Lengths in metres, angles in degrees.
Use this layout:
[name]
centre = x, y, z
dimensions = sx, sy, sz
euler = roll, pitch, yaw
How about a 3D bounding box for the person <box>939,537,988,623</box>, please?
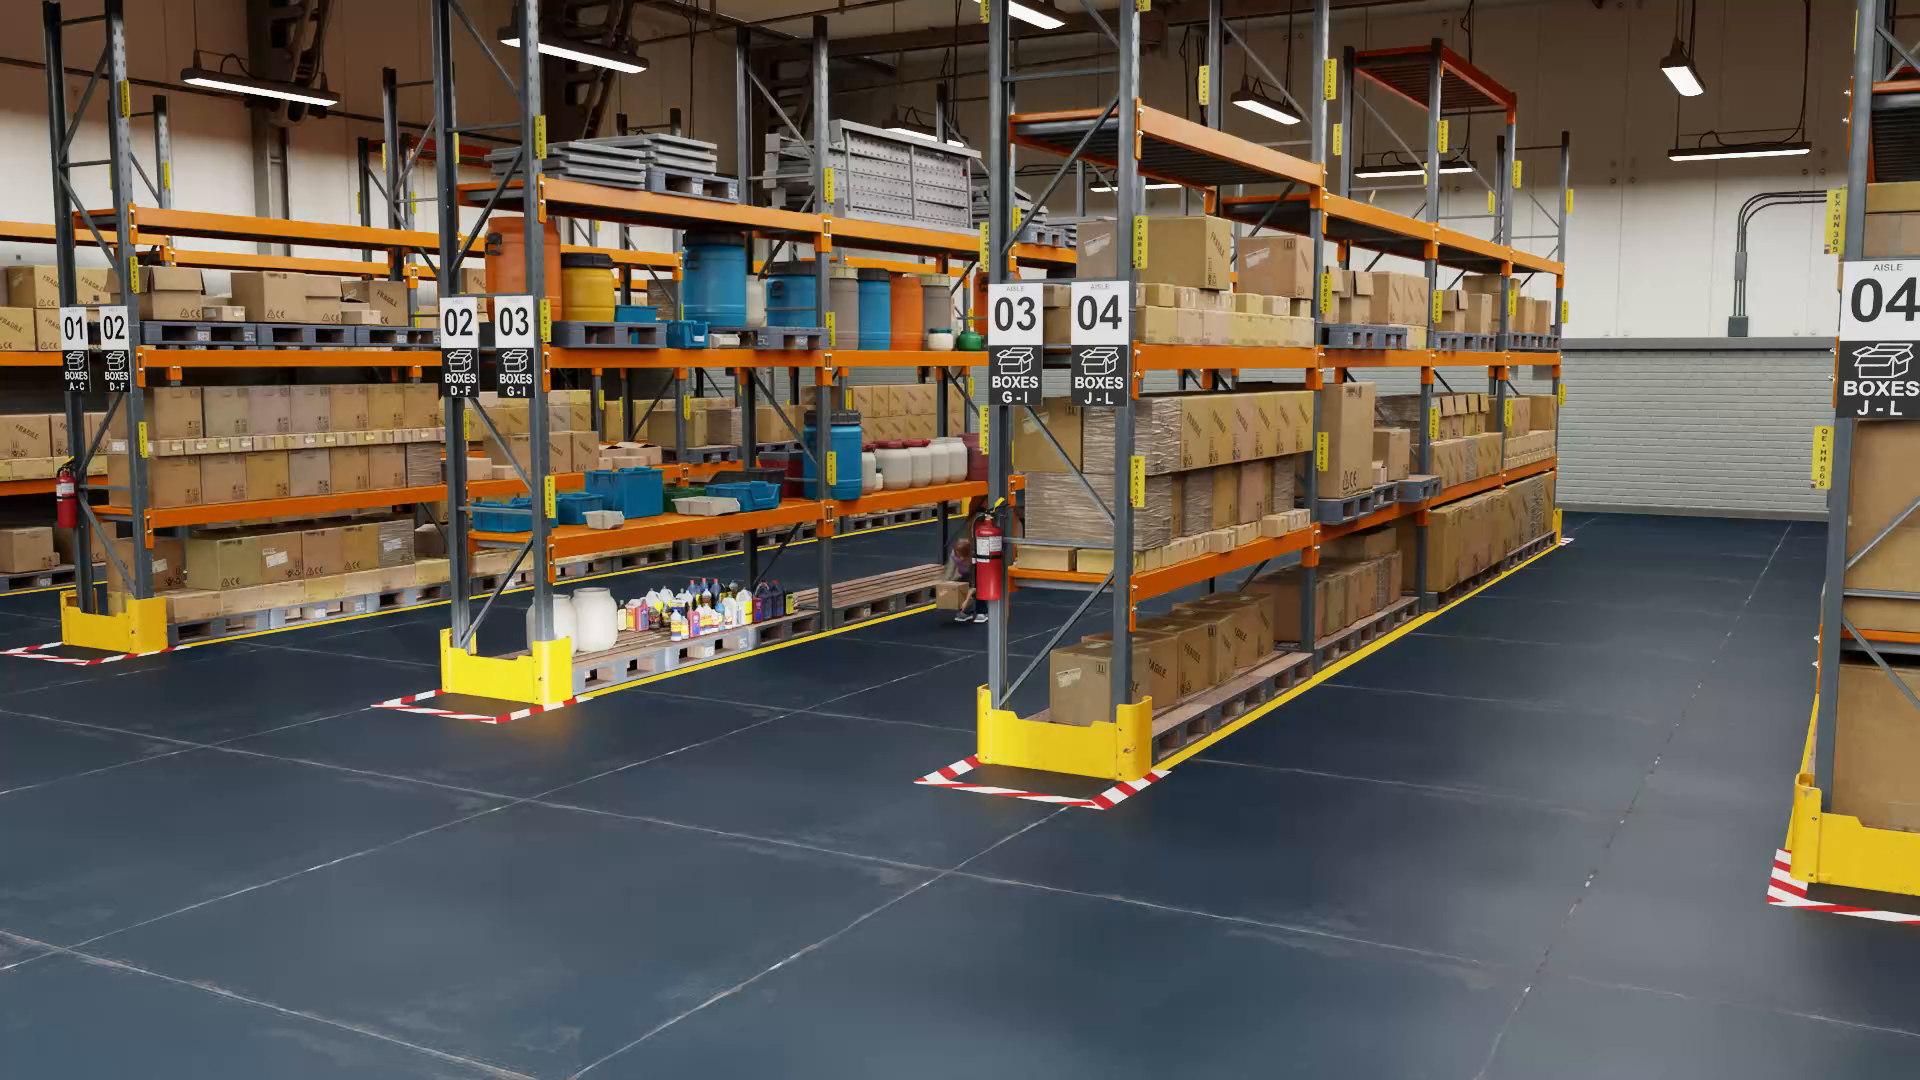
[person]
centre = 0.081, 0.416, 17.190
dimensions = 0.425, 0.898, 0.816
euler = 3, 7, 27
